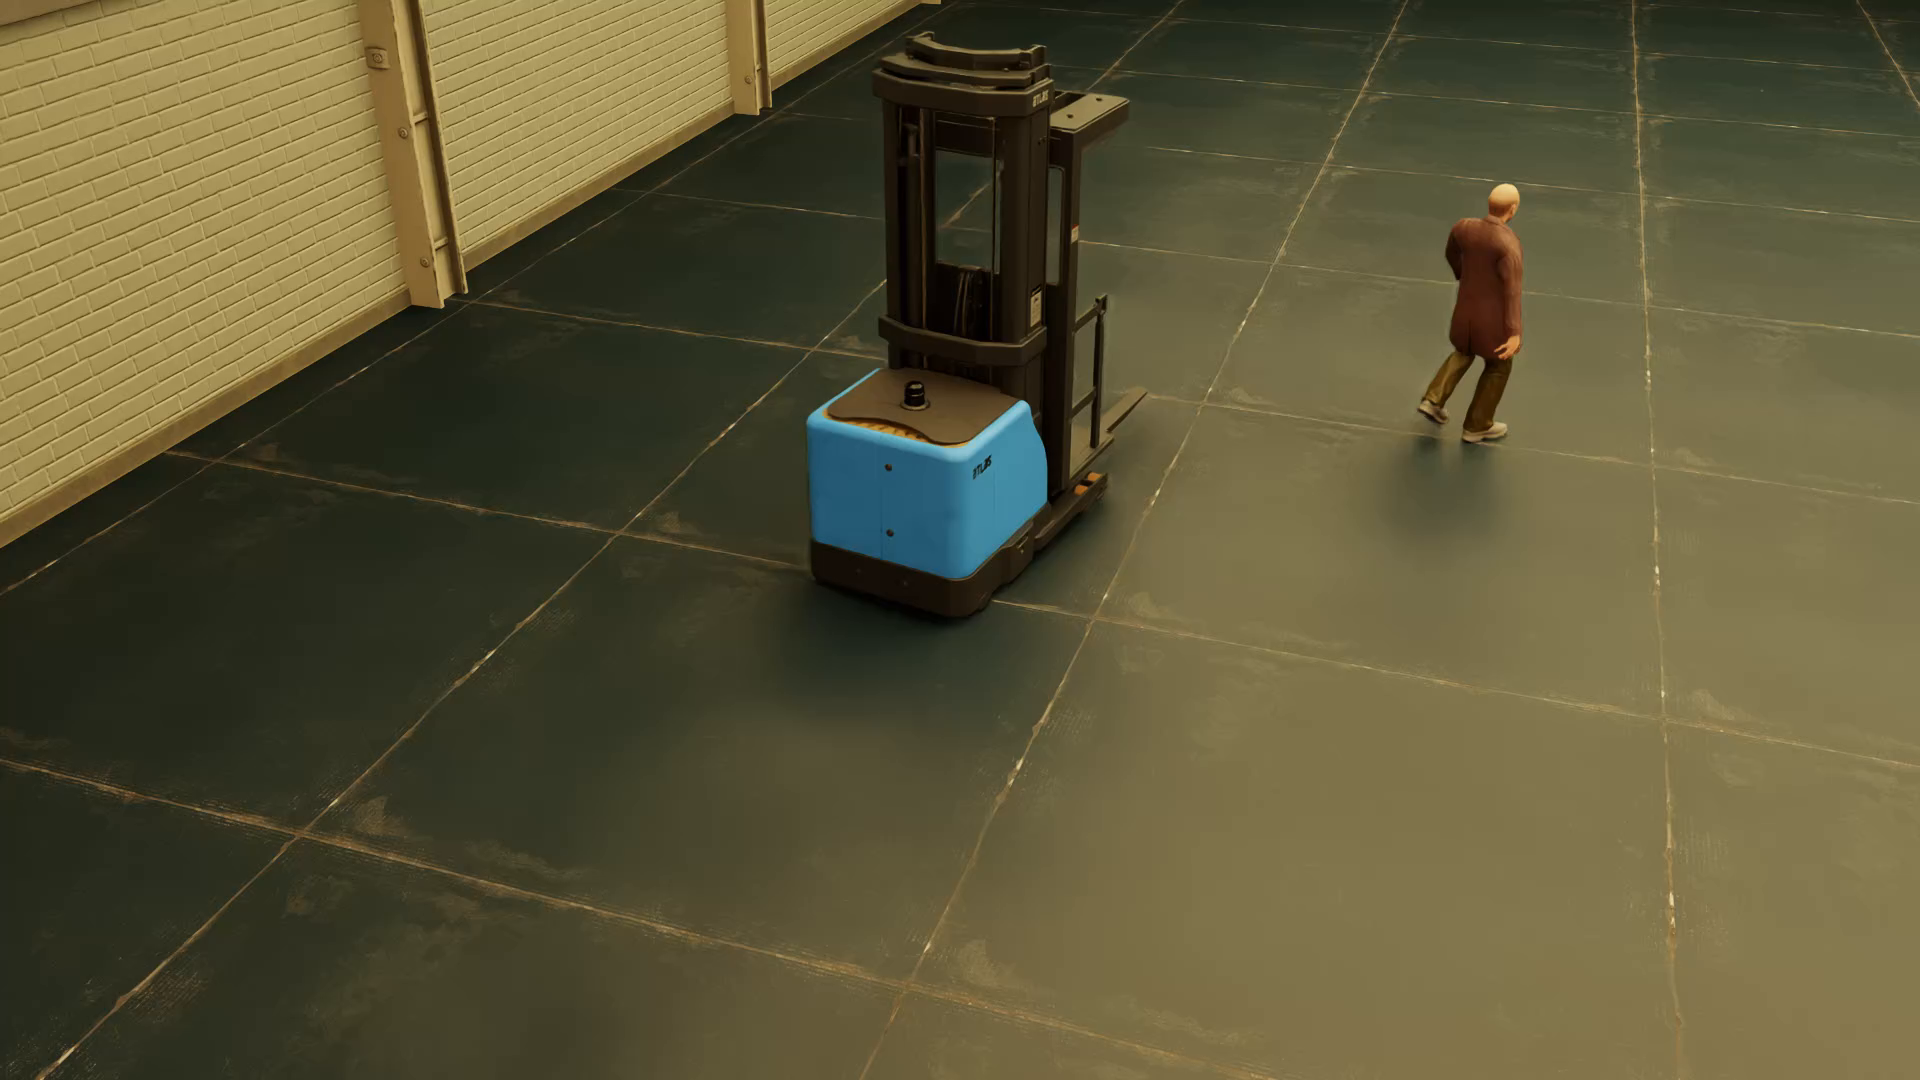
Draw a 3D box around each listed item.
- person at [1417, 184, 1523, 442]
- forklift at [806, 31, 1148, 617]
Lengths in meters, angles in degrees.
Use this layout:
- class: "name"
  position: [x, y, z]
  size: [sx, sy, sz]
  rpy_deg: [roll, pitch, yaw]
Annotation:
- class: "person"
  position: [3.413, -1.472, 10.905]
  size: [0.641, 1.761, 0.852]
  rpy_deg: [-18, 34, -29]
- class: "forklift"
  position: [0.281, -1.546, 9.849]
  size: [1.130, 2.935, 3.031]
  rpy_deg: [15, 33, 24]
